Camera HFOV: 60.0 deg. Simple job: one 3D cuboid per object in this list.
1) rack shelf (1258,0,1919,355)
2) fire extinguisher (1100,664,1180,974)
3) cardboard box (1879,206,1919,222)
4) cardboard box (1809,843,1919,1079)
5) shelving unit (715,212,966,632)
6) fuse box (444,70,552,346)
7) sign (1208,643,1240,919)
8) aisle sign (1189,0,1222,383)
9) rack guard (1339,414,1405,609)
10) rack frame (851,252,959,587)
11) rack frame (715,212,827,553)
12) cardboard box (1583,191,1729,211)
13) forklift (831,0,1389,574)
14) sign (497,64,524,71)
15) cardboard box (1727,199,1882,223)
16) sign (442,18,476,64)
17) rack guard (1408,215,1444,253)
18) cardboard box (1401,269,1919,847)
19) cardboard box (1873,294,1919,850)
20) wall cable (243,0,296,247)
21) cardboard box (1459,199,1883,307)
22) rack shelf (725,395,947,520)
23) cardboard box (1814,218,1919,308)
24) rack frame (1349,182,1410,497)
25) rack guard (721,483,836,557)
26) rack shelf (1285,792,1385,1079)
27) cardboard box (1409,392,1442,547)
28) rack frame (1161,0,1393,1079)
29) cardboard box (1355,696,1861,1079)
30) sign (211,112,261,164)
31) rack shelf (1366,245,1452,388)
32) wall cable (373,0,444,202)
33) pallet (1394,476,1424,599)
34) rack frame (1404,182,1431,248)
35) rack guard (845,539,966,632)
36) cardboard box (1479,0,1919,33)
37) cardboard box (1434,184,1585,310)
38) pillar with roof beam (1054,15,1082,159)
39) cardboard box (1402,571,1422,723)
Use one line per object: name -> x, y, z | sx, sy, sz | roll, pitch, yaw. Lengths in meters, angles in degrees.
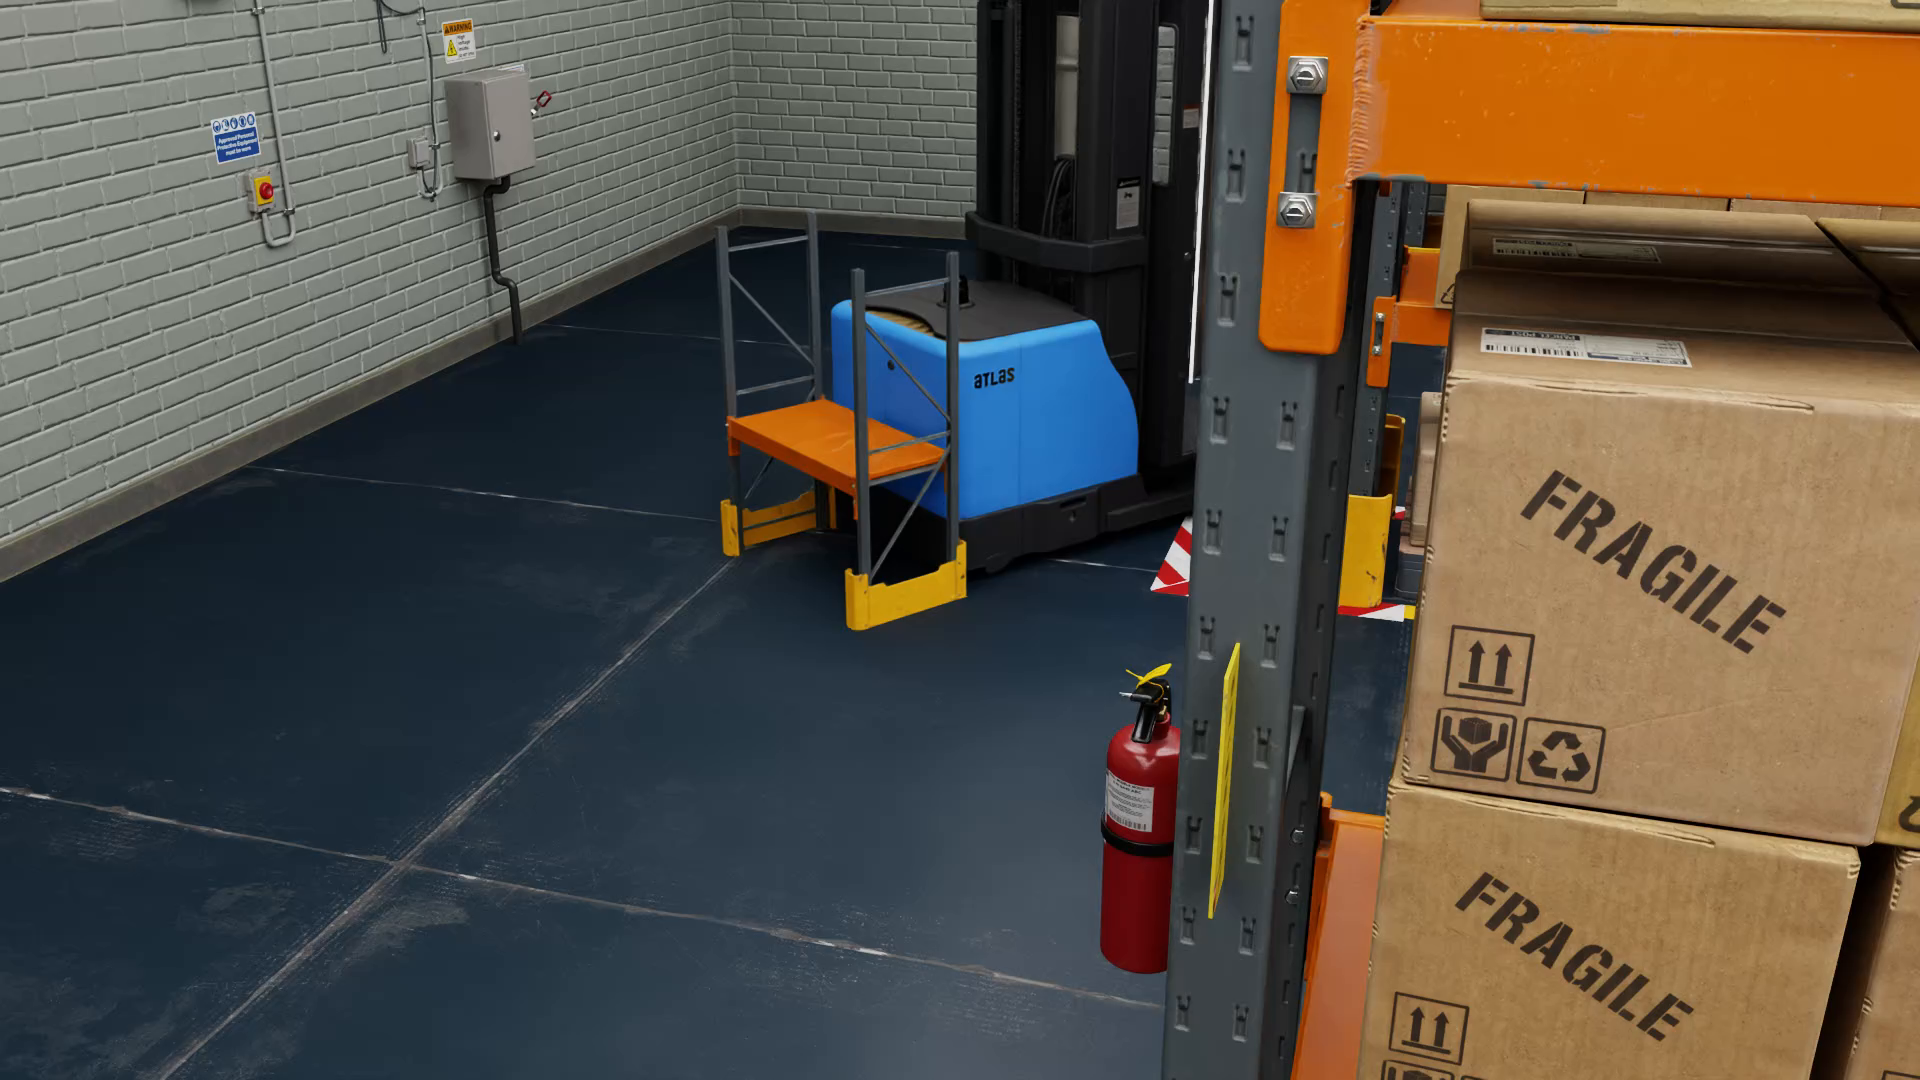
rack shelf -> 2.386, -0.345, 1.654 | 4.000, 0.370, 1.077 | 7, 23, 16
fire extinguisher -> 0.363, 0.504, 3.183 | 0.183, 0.674, 0.296 | 7, 23, 16
cardboard box -> 3.639, -1.052, 6.250 | 0.500, 0.500, 0.500 | 7, 23, 17
cardboard box -> 1.341, 0.506, 2.061 | 0.500, 0.500, 0.500 | 7, 23, 16
shelving unit -> -0.529, -0.543, 7.118 | 0.587, 1.500, 1.083 | -17, 28, -35
fuse box -> -2.855, -2.080, 10.585 | 0.414, 1.711, 0.539 | 7, 23, 16
sign -> 0.314, 0.287, 1.976 | 0.005, 0.325, 0.100 | 7, 23, 16
aisle sign -> 0.314, -0.611, 1.882 | 0.004, 0.787, 0.394 | 7, 23, 16
rack guard -> 1.781, -0.165, 7.514 | 0.348, 0.500, 1.175 | 7, 23, 16
rack frame -> -0.210, -0.389, 6.741 | 0.500, 1.500, 0.032 | -17, 28, -35
rack frame -> -0.837, -0.692, 7.482 | 0.500, 1.500, 0.032 | -17, 28, -35
cardboard box -> 2.673, -1.163, 6.521 | 0.500, 0.500, 0.500 | 6, 23, 15
forklift -> 0.886, -1.632, 7.886 | 3.031, 2.935, 1.130 | -15, 27, -33
sign -> -2.910, -2.834, 10.851 | 0.001, 0.494, 0.329 | 7, 23, 16
cardboard box -> 3.155, -1.101, 6.369 | 0.500, 0.500, 0.500 | 6, 23, 15
sign -> -3.069, -3.060, 10.190 | 0.001, 0.242, 0.339 | 7, 23, 16
rack guard -> 3.307, -1.958, 11.884 | 0.348, 0.500, 1.175 | 7, 23, 16
cardboard box -> 0.824, -0.010, 2.001 | 0.500, 0.500, 0.500 | 6, 23, 15
cardboard box -> 1.309, 0.043, 1.872 | 0.500, 0.500, 0.500 | 7, 23, 17
wall cable -> -3.601, -2.413, 8.320 | 0.123, 1.953, 0.585 | 7, 23, 16
cardboard box -> 0.981, -0.196, 2.454 | 0.500, 0.500, 0.500 | 6, 23, 14
rack shelf -> -0.523, -0.374, 7.180 | 0.538, 0.185, 1.000 | -17, 28, -35
cardboard box -> 1.466, -0.140, 2.319 | 0.500, 0.500, 0.500 | 6, 23, 14
rack frame -> 1.804, -1.319, 7.033 | 0.127, 3.000, 1.000 | 7, 23, 16
rack guard -> -0.836, -0.114, 7.718 | 0.587, 0.250, 0.087 | -17, 28, -35
rack shelf -> 2.386, 1.043, 2.223 | 4.000, 0.370, 1.077 | 7, 23, 16
cardboard box -> 2.465, -0.292, 7.351 | 0.875, 0.438, 0.875 | 6, 23, 14
rack frame -> 0.470, 0.492, 2.618 | 0.053, 2.616, 0.949 | 7, 23, 16
cardboard box -> 0.821, 0.456, 2.181 | 0.500, 0.500, 0.500 | 8, 24, 18
sign -> -3.674, -2.043, 8.441 | 0.001, 0.218, 0.327 | 7, 23, 16
rack shelf -> 3.719, -0.767, 6.635 | 4.000, 0.370, 1.077 | 7, 23, 16
wall cable -> -3.203, -2.915, 9.585 | 0.122, 1.984, 0.588 | 7, 23, 16
pallet -> 2.592, 0.031, 7.418 | 1.213, 0.211, 1.003 | 7, 23, 16
rack frame -> 3.234, -3.123, 11.430 | 0.127, 3.000, 1.000 | 7, 23, 16
rack guard -> -0.222, 0.184, 6.993 | 0.587, 0.250, 0.087 | -17, 28, -35
cardboard box -> 0.827, -0.686, 1.734 | 0.500, 0.250, 0.500 | 7, 23, 17
cardboard box -> 2.181, -1.208, 6.631 | 0.500, 0.500, 0.500 | 6, 23, 15
pillar with roof beam -> -0.330, -4.957, 7.998 | 0.400, 9.000, 9.100 | 7, 23, 16
cardboard box -> 0.975, 0.263, 2.654 | 0.500, 0.500, 0.500 | 7, 23, 17
